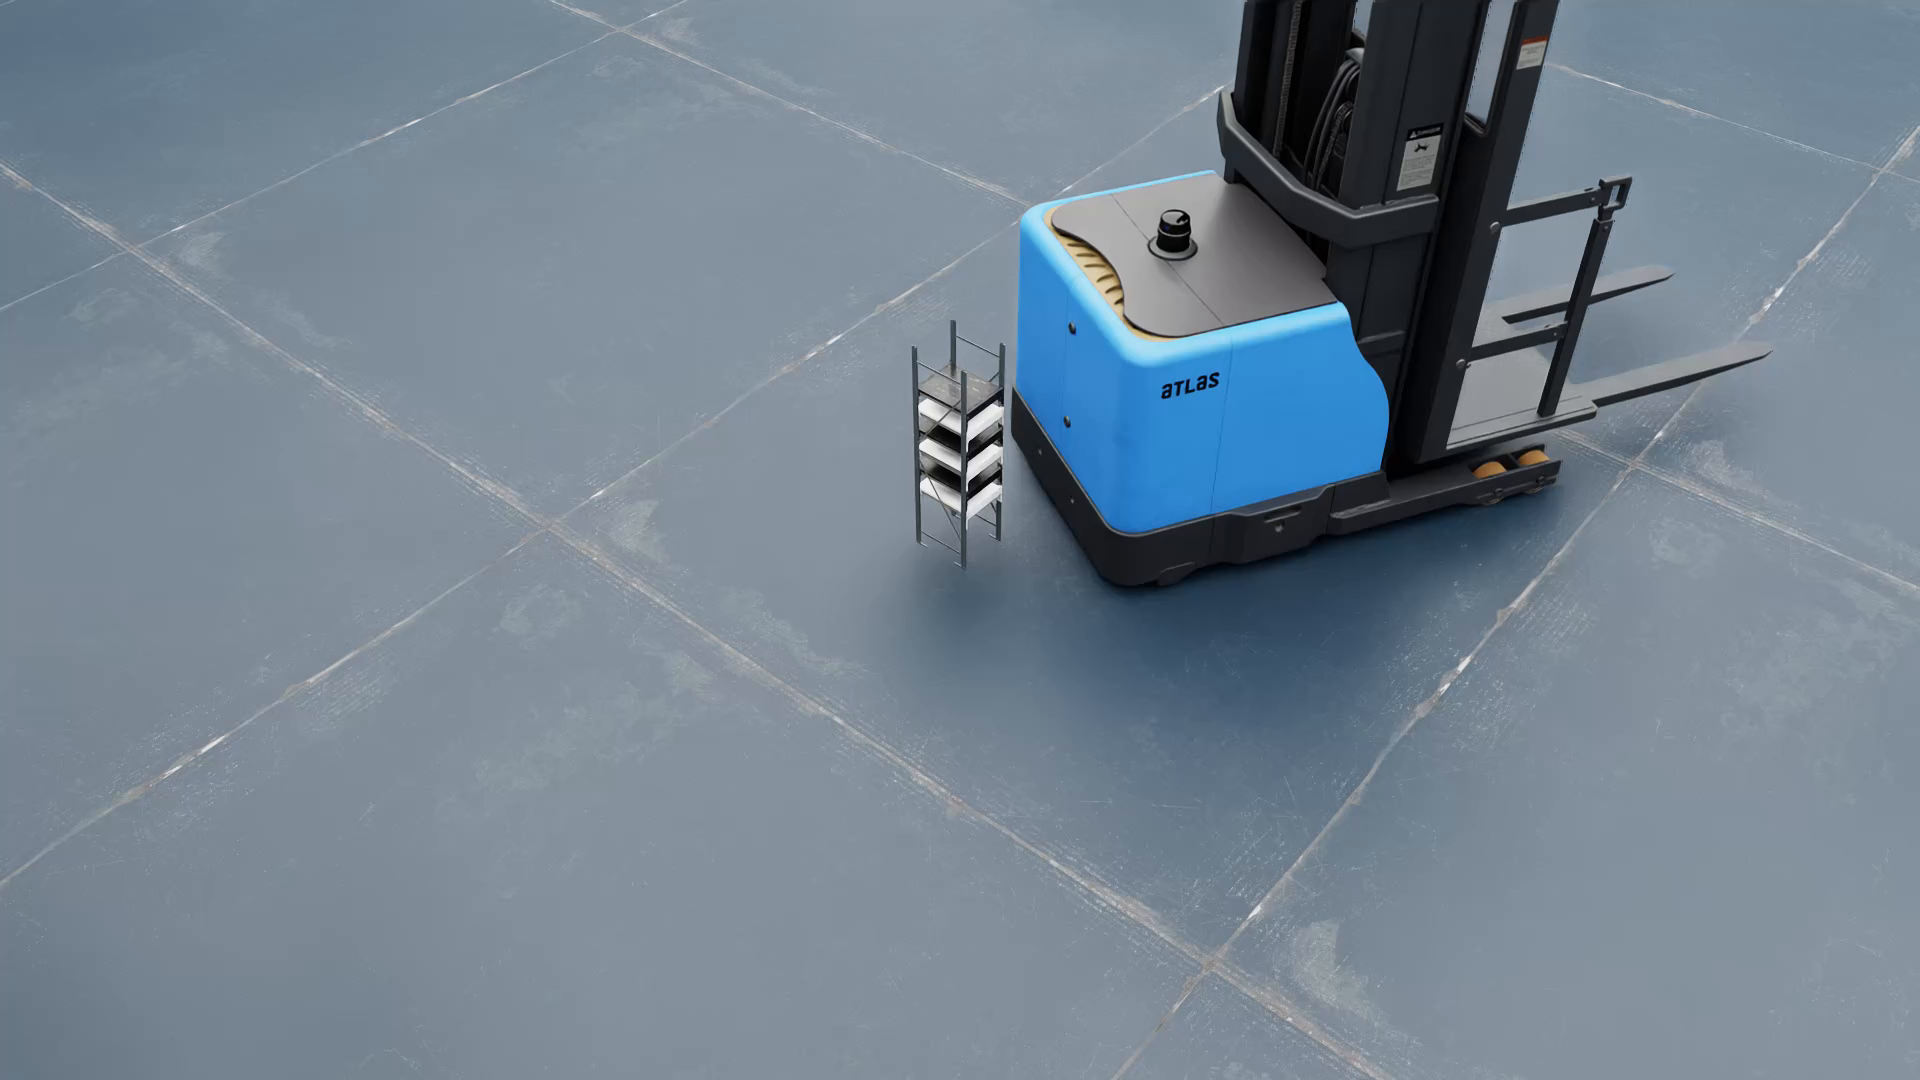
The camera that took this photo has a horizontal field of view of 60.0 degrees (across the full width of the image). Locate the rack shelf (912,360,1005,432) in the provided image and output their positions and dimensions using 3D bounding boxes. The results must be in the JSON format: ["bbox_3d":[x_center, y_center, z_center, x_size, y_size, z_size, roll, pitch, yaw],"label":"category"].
[{"bbox_3d":[-0.005,-0.504,5.783,0.258,0.077,0.200,29,50,28],"label":"rack shelf"}]

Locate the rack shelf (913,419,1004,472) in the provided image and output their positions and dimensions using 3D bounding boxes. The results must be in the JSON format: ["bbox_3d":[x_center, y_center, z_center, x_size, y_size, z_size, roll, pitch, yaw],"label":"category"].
[{"bbox_3d":[-0.005,-0.371,5.905,0.258,0.077,0.200,29,50,28],"label":"rack shelf"}]

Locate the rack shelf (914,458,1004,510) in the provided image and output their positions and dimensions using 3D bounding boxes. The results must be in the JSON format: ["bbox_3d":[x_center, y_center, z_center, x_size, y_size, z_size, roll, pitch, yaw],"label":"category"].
[{"bbox_3d":[-0.005,-0.238,6.026,0.258,0.077,0.200,29,50,28],"label":"rack shelf"}]

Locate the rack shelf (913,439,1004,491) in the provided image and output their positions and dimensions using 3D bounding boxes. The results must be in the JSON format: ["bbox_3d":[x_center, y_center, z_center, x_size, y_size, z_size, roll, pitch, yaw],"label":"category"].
[{"bbox_3d":[-0.005,-0.304,5.965,0.258,0.077,0.200,29,50,28],"label":"rack shelf"}]

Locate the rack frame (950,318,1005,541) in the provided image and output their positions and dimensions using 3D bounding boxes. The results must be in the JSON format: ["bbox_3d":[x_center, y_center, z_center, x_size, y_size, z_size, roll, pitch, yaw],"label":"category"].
[{"bbox_3d":[0.060,-0.381,6.000,0.240,0.900,0.006,29,50,28],"label":"rack frame"}]

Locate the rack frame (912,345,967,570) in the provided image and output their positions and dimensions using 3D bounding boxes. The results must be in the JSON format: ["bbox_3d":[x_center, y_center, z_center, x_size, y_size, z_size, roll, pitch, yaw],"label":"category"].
[{"bbox_3d":[-0.071,-0.276,5.885,0.240,0.900,0.006,29,50,28],"label":"rack frame"}]

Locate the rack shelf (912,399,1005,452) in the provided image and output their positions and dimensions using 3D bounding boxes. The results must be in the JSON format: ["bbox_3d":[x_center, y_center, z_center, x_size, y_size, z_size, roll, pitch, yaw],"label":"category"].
[{"bbox_3d":[-0.005,-0.437,5.844,0.258,0.077,0.200,29,50,28],"label":"rack shelf"}]

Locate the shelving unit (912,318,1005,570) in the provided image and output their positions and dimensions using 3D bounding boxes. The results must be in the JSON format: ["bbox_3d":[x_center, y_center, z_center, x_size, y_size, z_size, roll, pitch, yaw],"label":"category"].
[{"bbox_3d":[-0.005,-0.329,5.943,0.258,0.900,0.210,29,50,28],"label":"shelving unit"}]

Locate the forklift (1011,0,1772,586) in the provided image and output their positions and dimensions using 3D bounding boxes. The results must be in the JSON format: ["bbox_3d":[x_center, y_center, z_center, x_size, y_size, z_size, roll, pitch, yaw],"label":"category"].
[{"bbox_3d":[1.773,-1.538,5.763,3.031,2.935,1.130,-14,44,-15],"label":"forklift"}]

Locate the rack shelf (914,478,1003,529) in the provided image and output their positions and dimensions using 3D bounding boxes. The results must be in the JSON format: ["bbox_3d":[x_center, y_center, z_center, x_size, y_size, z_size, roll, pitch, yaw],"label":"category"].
[{"bbox_3d":[-0.005,-0.171,6.086,0.258,0.077,0.200,29,50,28],"label":"rack shelf"}]
